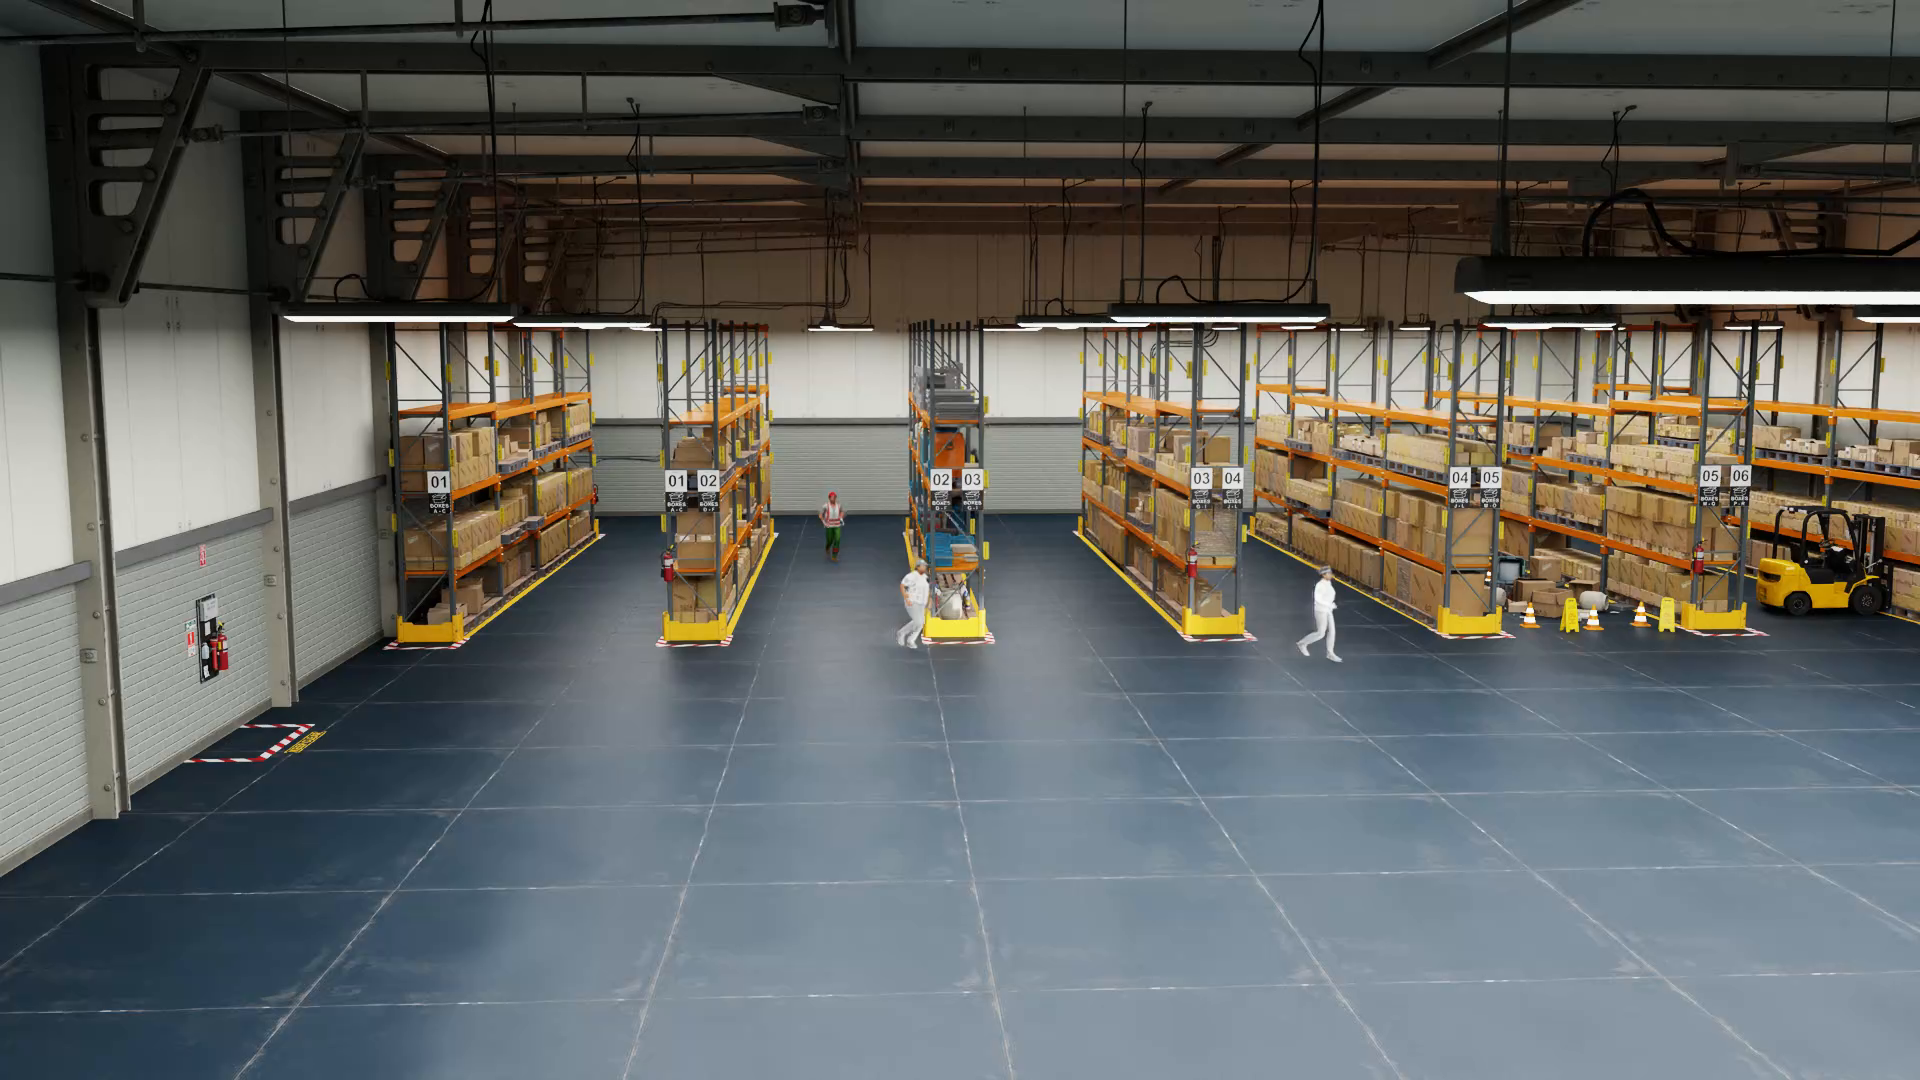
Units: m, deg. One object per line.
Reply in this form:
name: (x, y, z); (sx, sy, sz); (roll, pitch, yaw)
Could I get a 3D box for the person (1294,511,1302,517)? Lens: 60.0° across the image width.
person: (10.089, -1.162, 48.934); (0.694, 1.751, 0.630); (-3, 8, -24)

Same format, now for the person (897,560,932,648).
person: (-0.788, 1.166, 30.520); (0.524, 1.611, 0.675); (6, 9, 42)

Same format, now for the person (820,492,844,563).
person: (-3.228, -0.339, 42.133); (0.655, 1.764, 0.809); (-2, 7, -17)

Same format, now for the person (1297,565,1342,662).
person: (6.375, 1.276, 29.332); (0.786, 1.702, 0.640); (4, 8, 32)
